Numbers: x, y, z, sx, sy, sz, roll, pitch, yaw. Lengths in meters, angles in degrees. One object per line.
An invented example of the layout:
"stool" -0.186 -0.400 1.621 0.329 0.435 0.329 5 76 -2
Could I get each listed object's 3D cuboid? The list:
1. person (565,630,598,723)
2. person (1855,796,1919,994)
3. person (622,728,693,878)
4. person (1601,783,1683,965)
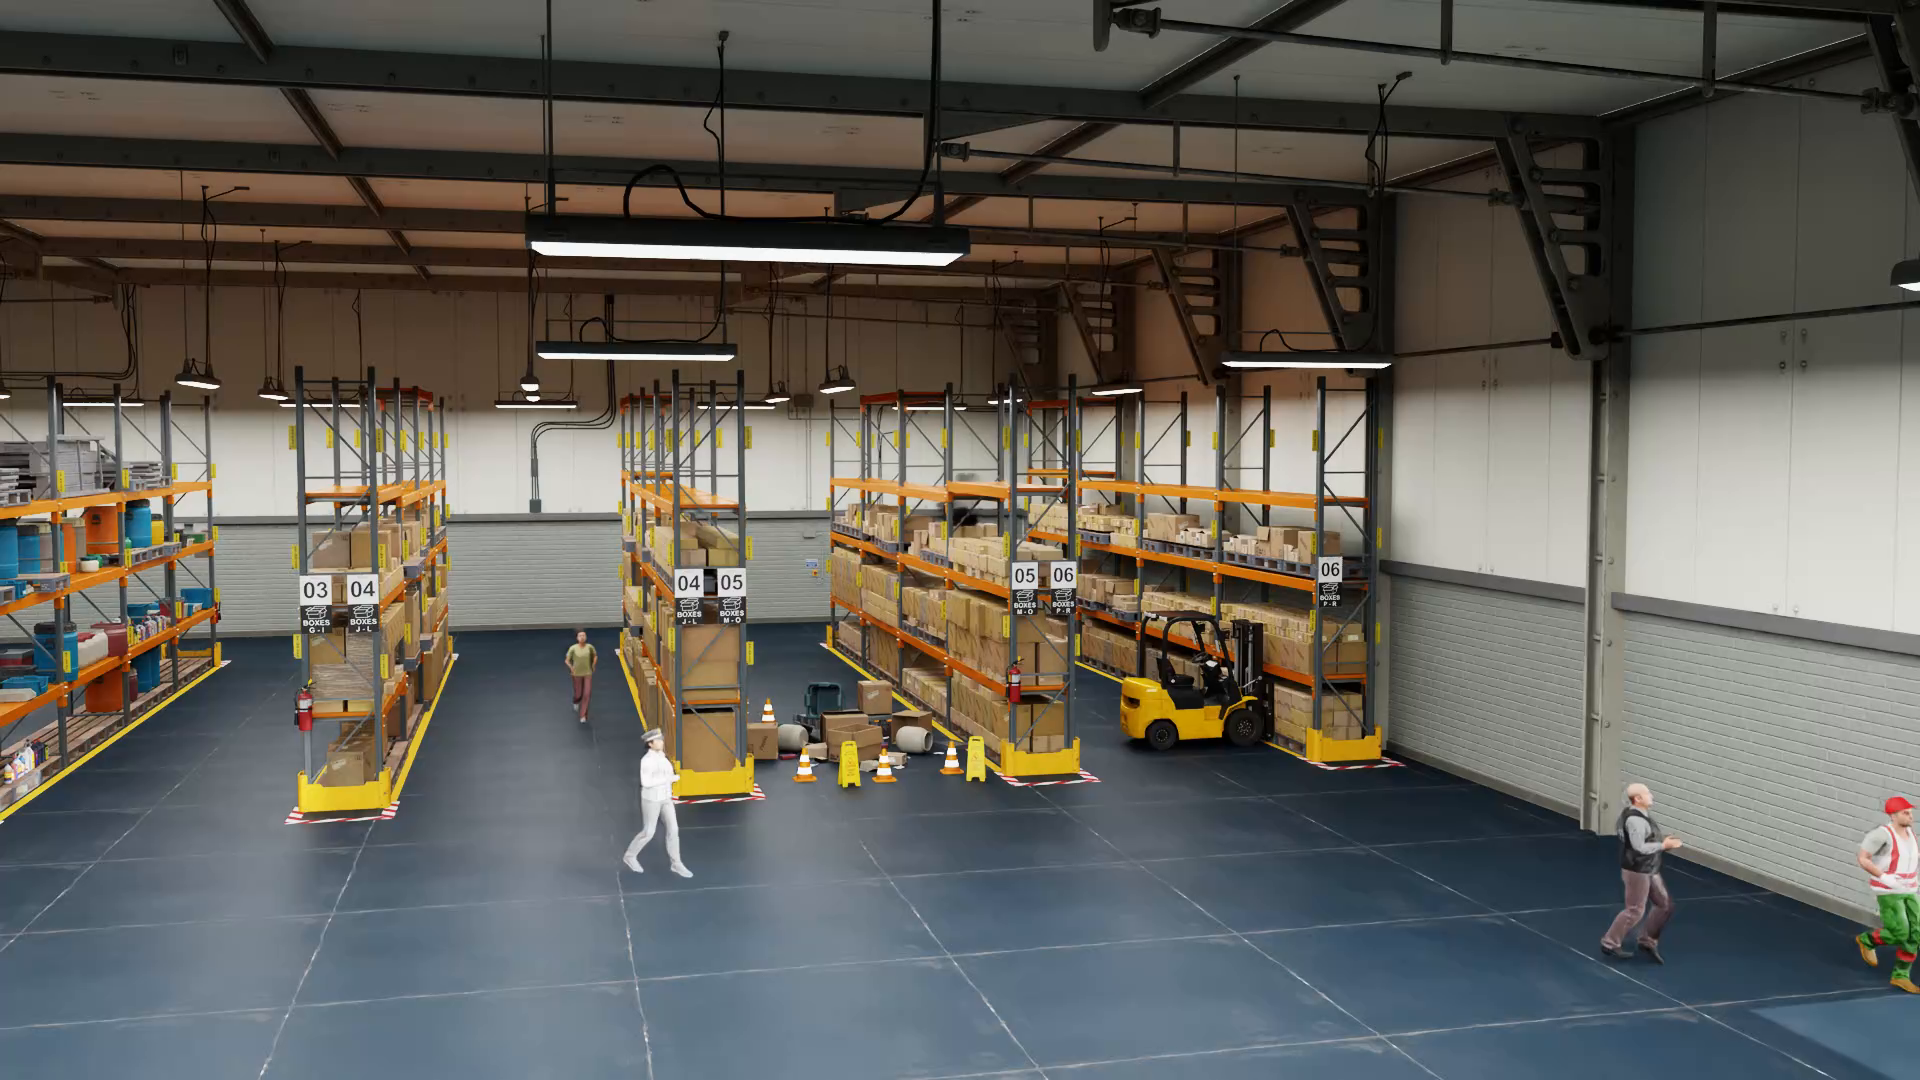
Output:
"person" -6.737 2.416 29.681 0.579 1.636 0.776 -1 4 -22
"person" 8.571 3.223 15.293 0.697 1.759 0.668 -1 4 -18
"person" -3.468 2.990 19.015 0.852 1.708 0.605 1 4 22
"person" 6.515 3.199 15.873 0.711 1.763 0.637 2 4 29
